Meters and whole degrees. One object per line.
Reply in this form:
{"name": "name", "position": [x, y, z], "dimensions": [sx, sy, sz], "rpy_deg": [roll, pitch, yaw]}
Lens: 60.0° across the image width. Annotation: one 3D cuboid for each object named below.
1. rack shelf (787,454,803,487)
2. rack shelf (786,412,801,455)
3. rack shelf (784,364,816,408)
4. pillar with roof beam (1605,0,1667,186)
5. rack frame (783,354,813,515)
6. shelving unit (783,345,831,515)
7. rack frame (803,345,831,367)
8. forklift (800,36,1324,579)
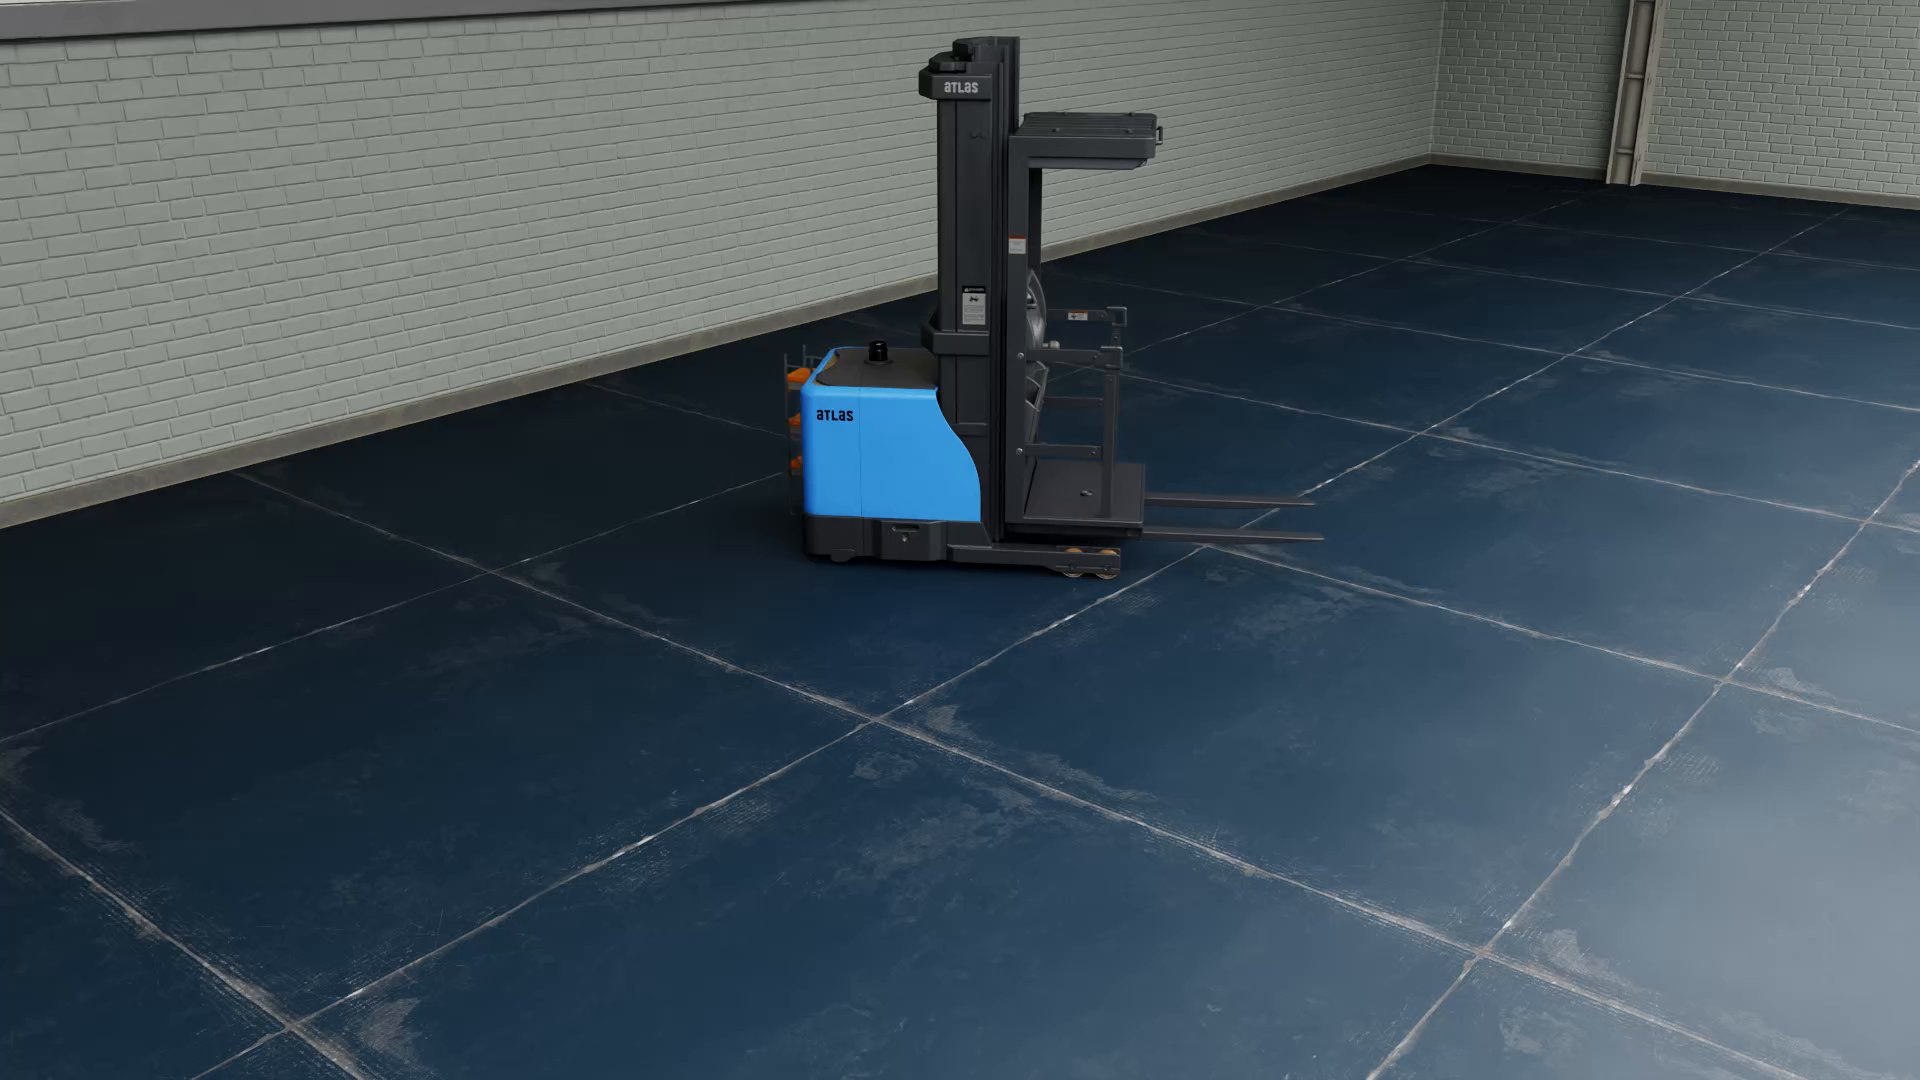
{"name": "rack shelf", "position": [-0.944, -0.411, 10.588], "dimensions": [0.215, 0.259, 0.240], "rpy_deg": [9, 22, 22]}
{"name": "rack shelf", "position": [-0.944, -0.671, 10.490], "dimensions": [0.215, 0.259, 0.240], "rpy_deg": [9, 22, 22]}
{"name": "rack shelf", "position": [-0.944, -0.937, 10.390], "dimensions": [0.215, 0.259, 0.240], "rpy_deg": [9, 22, 22]}
{"name": "pillar with roof beam", "position": [6.678, -8.091, 18.869], "dimensions": [0.400, 9.000, 9.100], "rpy_deg": [16, 26, 36]}
{"name": "rack frame", "position": [-0.993, -0.642, 10.382], "dimensions": [0.200, 1.050, 0.008], "rpy_deg": [9, 22, 22]}
{"name": "shelving unit", "position": [-0.944, -0.681, 10.487], "dimensions": [0.215, 1.050, 0.252], "rpy_deg": [9, 22, 22]}
{"name": "rack frame", "position": [-0.896, -0.721, 10.591], "dimensions": [0.200, 1.050, 0.008], "rpy_deg": [9, 22, 22]}
{"name": "forklift", "position": [0.625, -1.346, 9.582], "dimensions": [3.031, 2.935, 1.130], "rpy_deg": [2, 21, 6]}
